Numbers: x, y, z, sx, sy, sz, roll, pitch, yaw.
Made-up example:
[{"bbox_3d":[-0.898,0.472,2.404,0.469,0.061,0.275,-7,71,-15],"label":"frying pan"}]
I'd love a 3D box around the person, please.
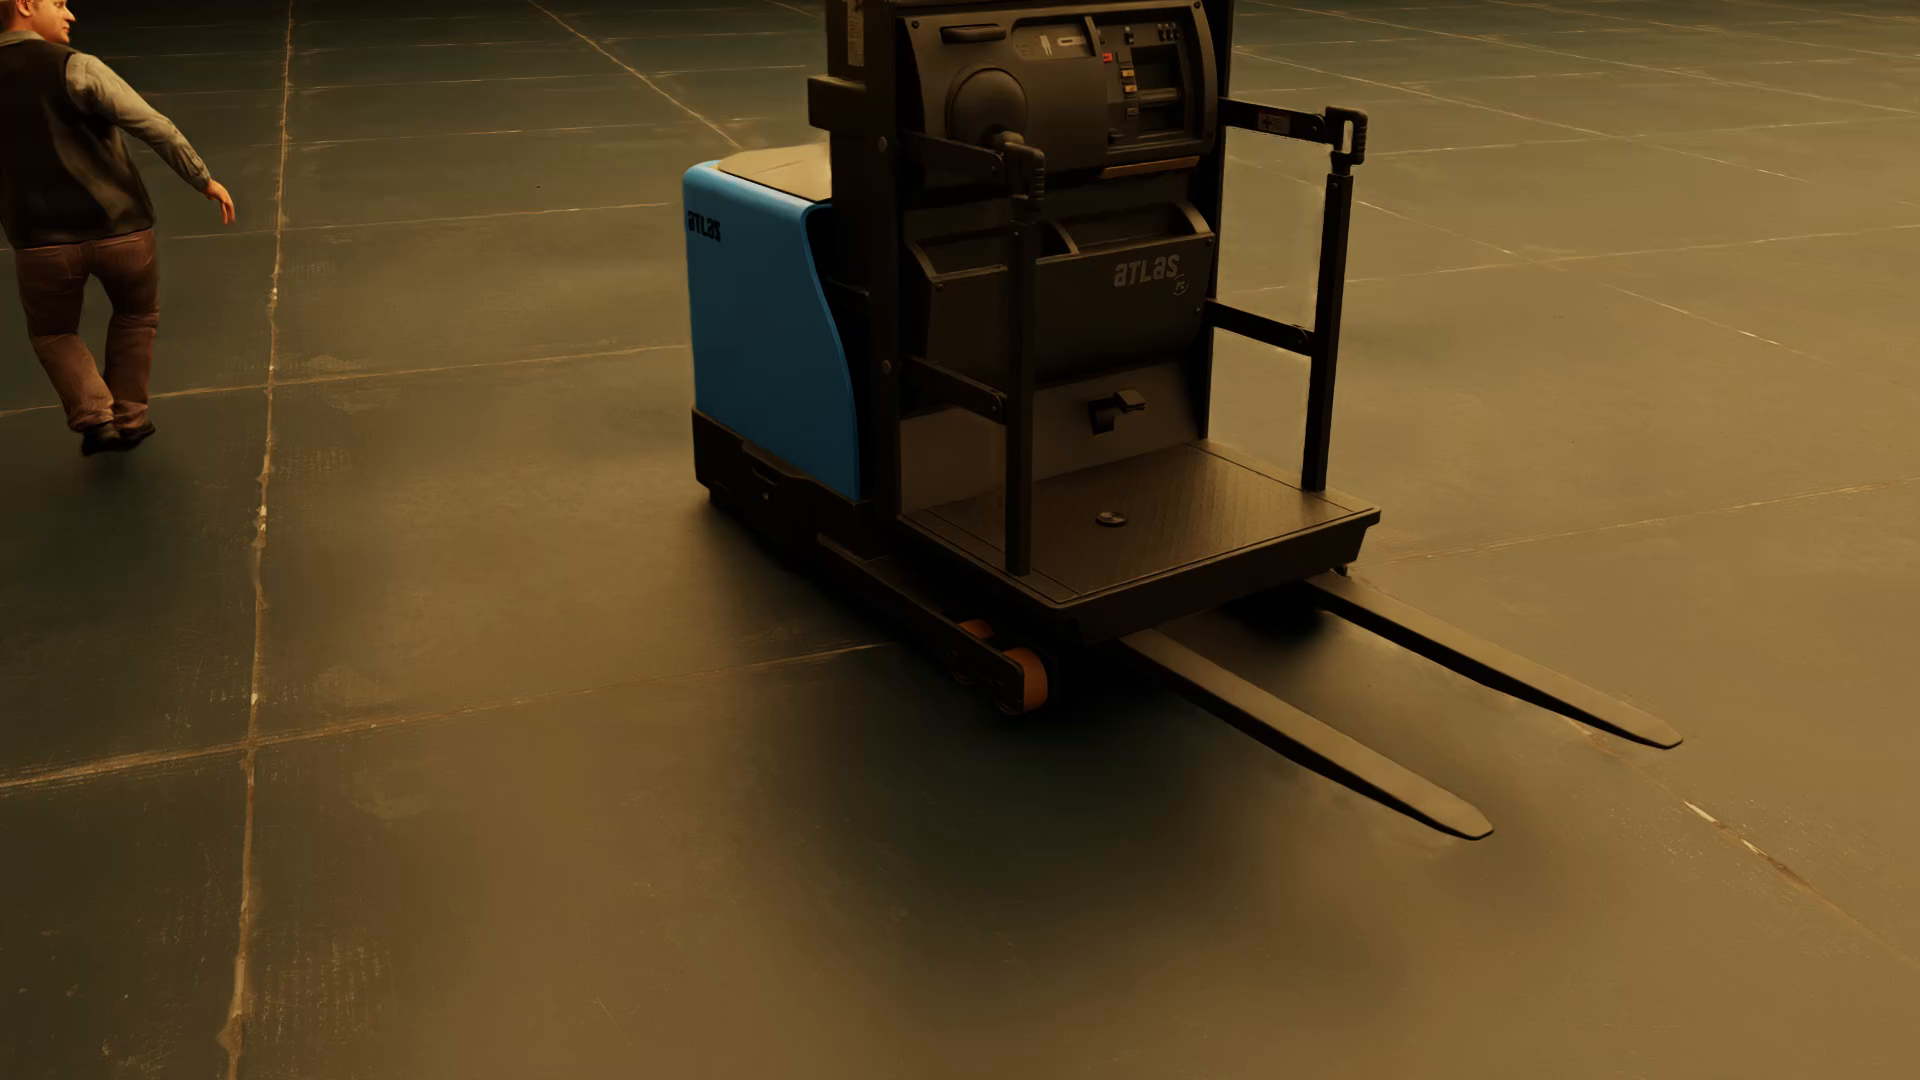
[{"bbox_3d":[-2.883,-1.075,5.579,0.849,1.599,0.805,-6,24,-14],"label":"person"}]

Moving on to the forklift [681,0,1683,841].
[{"bbox_3d":[0.393,-1.134,3.996,1.130,2.935,3.031,-15,27,-32],"label":"forklift"}]
